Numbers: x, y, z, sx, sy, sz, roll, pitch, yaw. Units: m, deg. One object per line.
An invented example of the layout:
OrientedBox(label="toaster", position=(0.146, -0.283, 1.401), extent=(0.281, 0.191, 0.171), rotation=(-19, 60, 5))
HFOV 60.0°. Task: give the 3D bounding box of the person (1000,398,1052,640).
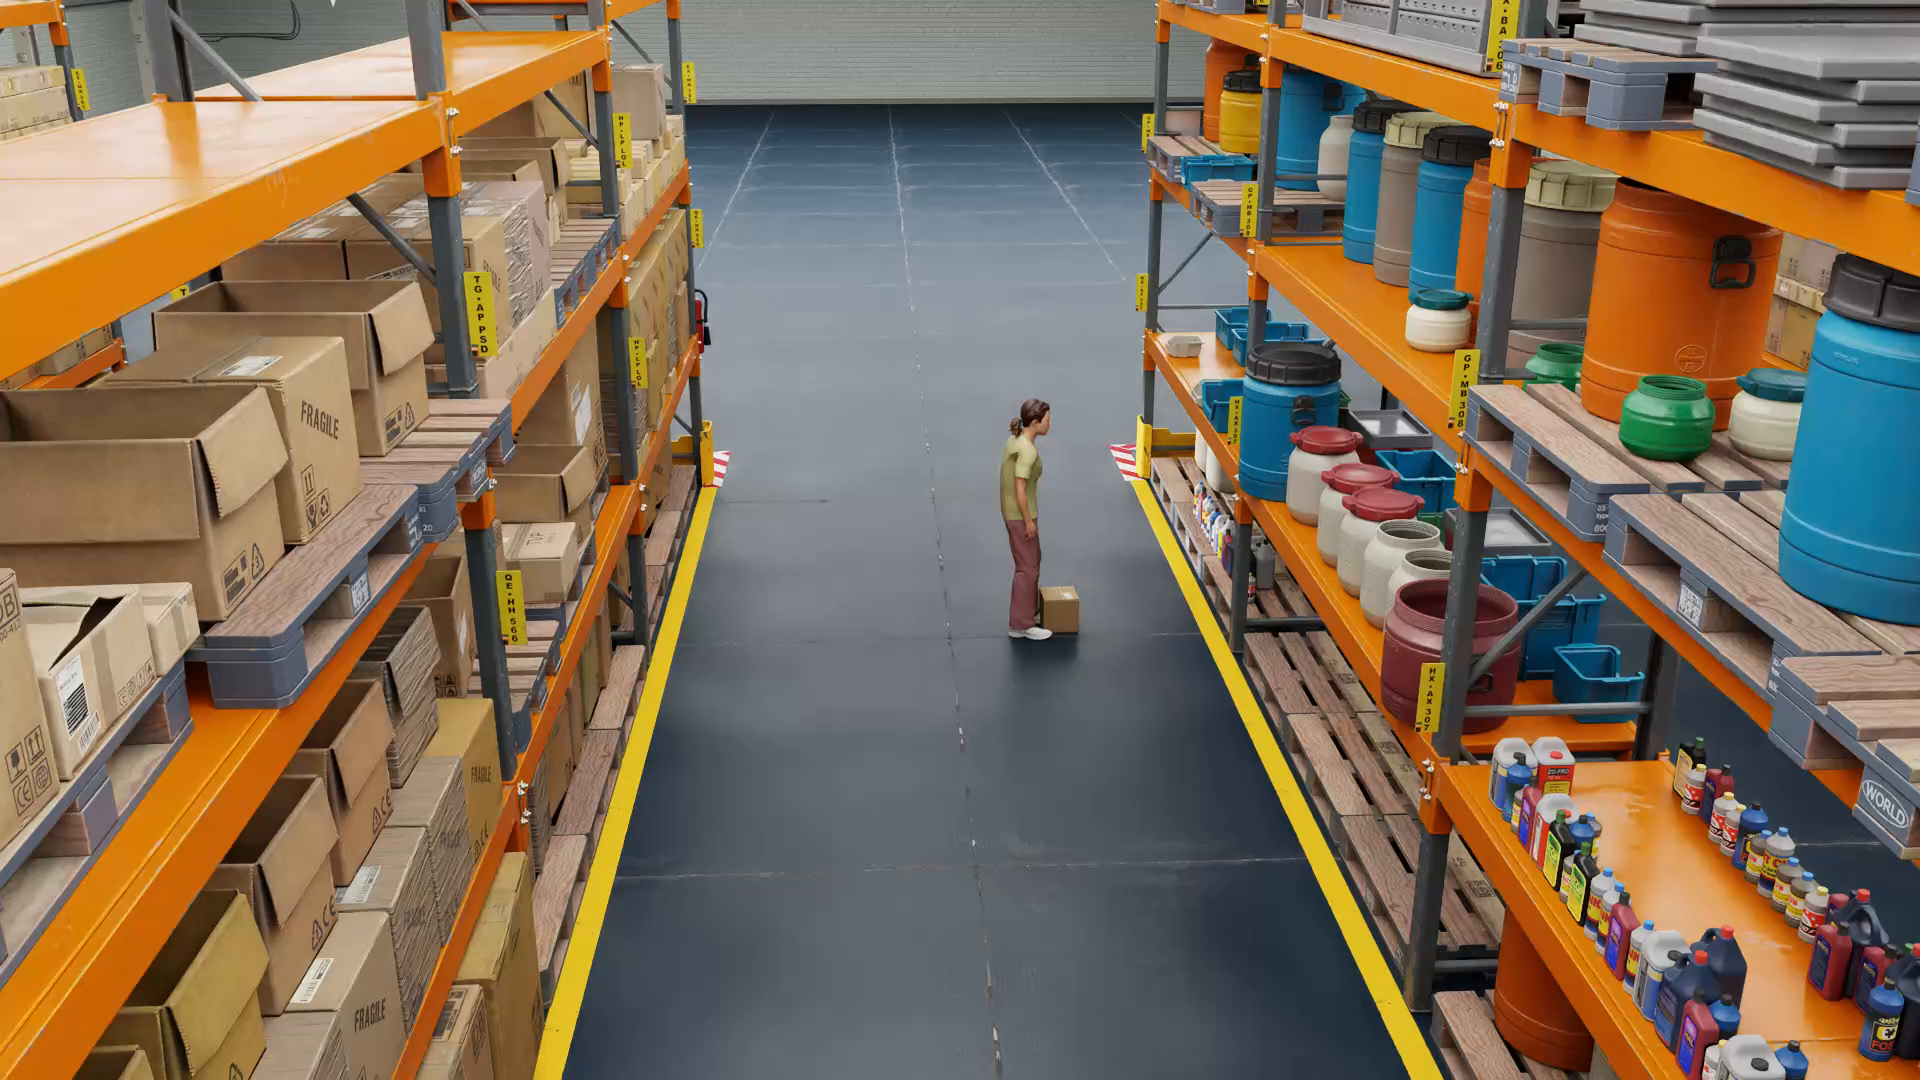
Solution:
OrientedBox(label="person", position=(0.481, -0.166, 11.524), extent=(0.405, 1.673, 0.502), rotation=(-1, 21, -4))
